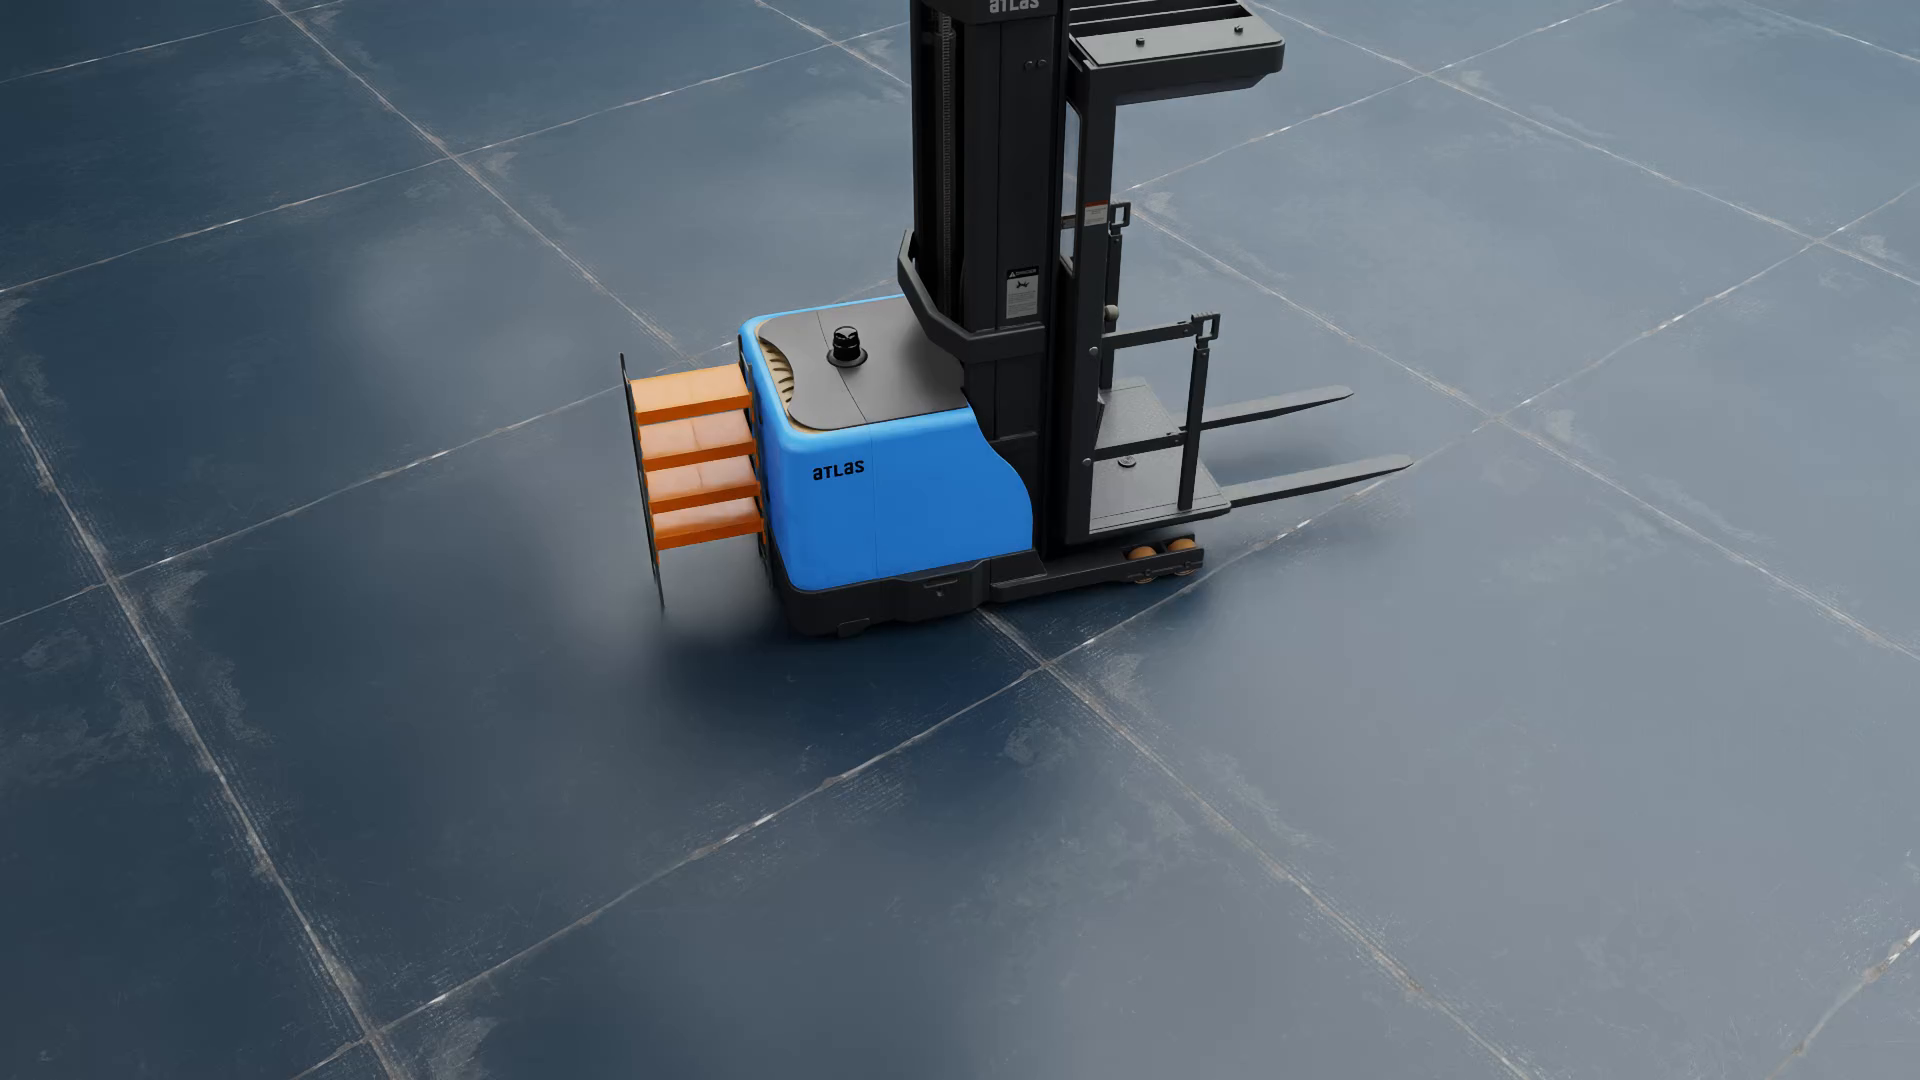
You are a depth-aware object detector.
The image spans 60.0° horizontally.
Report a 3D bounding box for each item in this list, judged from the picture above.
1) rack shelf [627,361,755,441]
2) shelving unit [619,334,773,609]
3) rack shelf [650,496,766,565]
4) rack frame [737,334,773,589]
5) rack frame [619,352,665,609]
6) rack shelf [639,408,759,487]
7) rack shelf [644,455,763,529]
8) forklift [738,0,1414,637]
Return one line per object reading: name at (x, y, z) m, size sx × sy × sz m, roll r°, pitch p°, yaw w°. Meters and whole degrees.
rack shelf at (-1.117, -0.578, 6.889) m, size 0.480 × 0.148 × 0.258 m, roll -11°, pitch 41°, yaw -13°
shelving unit at (-1.117, -0.274, 7.138) m, size 0.503 × 1.200 × 0.258 m, roll -11°, pitch 41°, yaw -13°
rack shelf at (-1.117, -0.069, 7.307) m, size 0.480 × 0.148 × 0.258 m, roll -11°, pitch 41°, yaw -13°
rack frame at (-0.883, -0.319, 7.193) m, size 0.015 × 1.200 × 0.240 m, roll -11°, pitch 41°, yaw -13°
rack frame at (-1.350, -0.230, 7.084) m, size 0.015 × 1.200 × 0.240 m, roll -11°, pitch 41°, yaw -13°
rack shelf at (-1.117, -0.395, 7.039) m, size 0.480 × 0.148 × 0.258 m, roll -11°, pitch 41°, yaw -13°
rack shelf at (-1.117, -0.222, 7.181) m, size 0.480 × 0.148 × 0.258 m, roll -11°, pitch 41°, yaw -13°
forklift at (0.597, -1.248, 6.960) m, size 3.031 × 2.935 × 1.130 m, roll -11°, pitch 41°, yaw -13°
